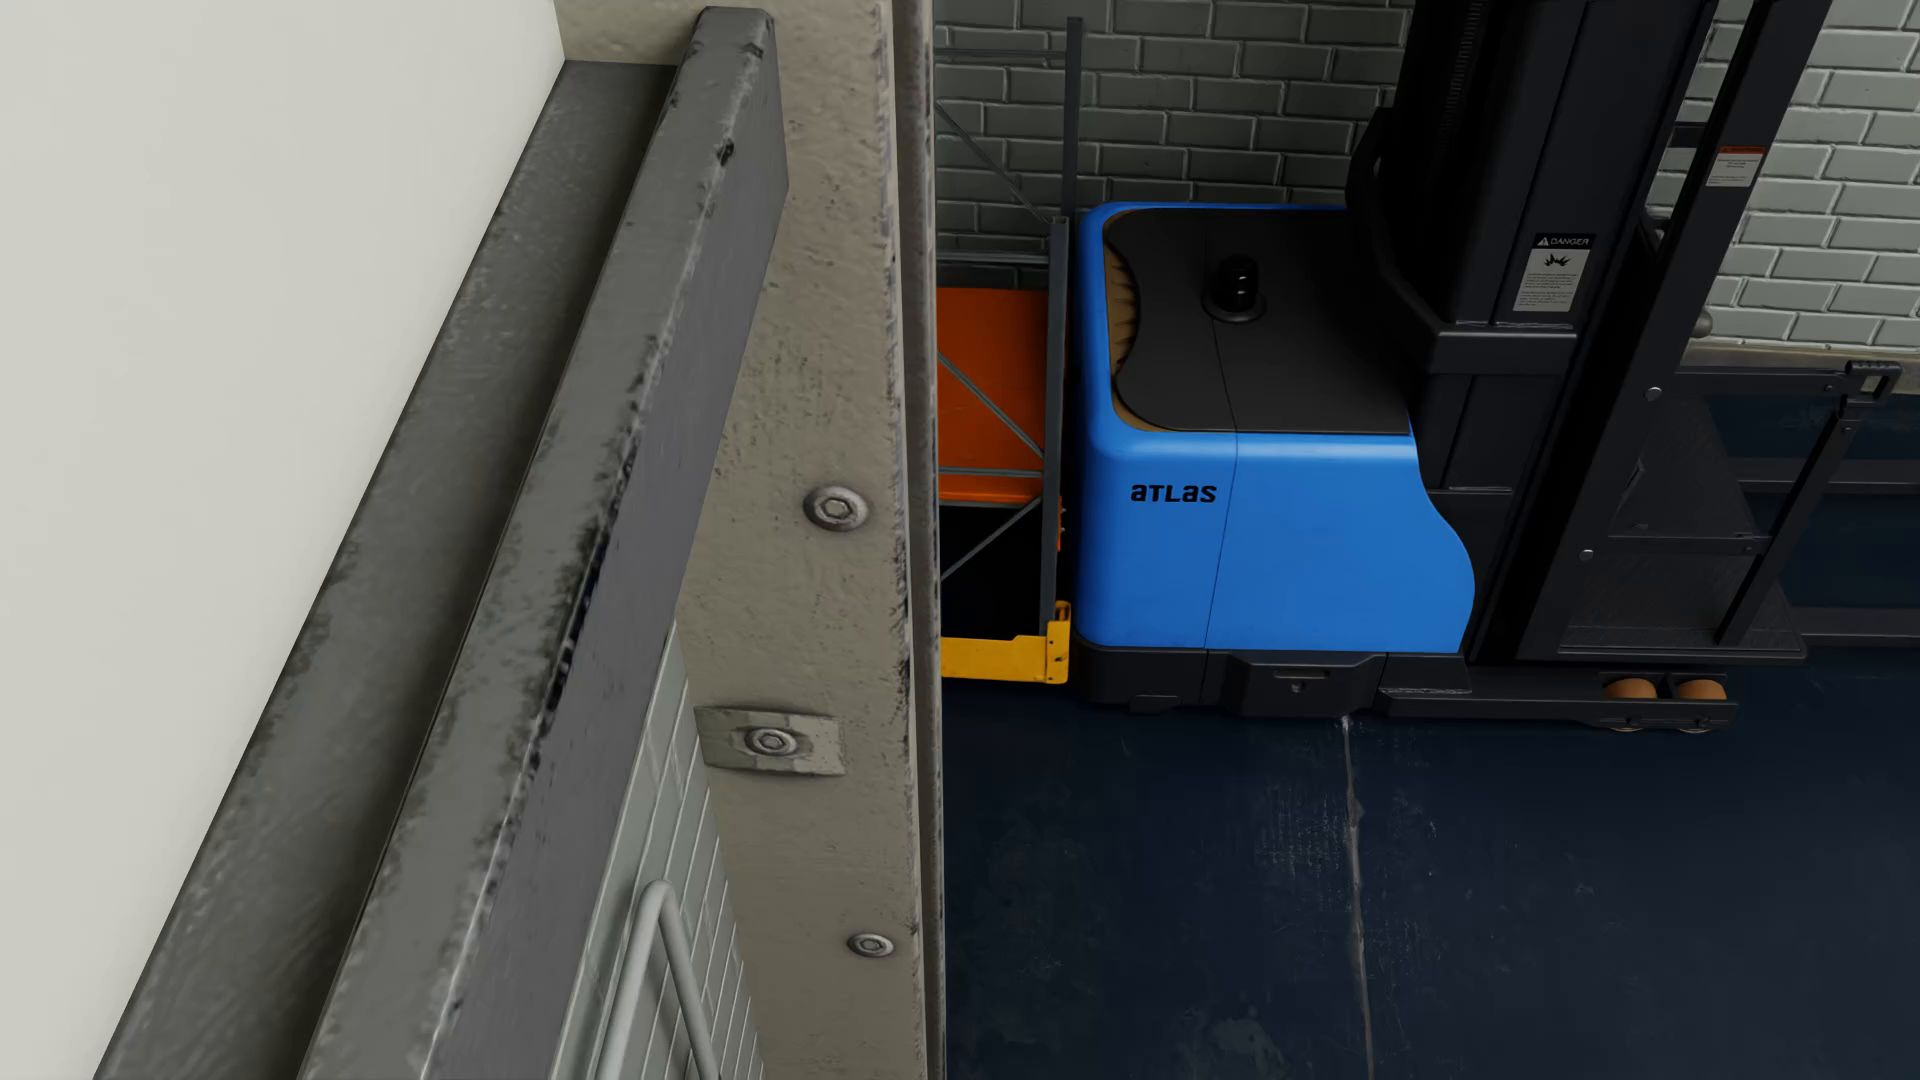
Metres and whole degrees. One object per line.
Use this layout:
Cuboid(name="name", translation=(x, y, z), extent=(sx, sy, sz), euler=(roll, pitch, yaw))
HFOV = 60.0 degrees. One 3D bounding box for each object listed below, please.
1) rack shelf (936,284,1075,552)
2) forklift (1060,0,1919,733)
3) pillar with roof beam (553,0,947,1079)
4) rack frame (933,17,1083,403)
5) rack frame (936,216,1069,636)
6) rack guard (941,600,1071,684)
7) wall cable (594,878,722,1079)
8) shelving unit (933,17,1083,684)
Cuboid(name="rack shelf", translation=(0.051, -0.383, 4.741), extent=(0.538, 0.185, 1.000), euler=(3, 43, 4))
Cuboid(name="forklift", translation=(1.824, -0.839, 4.031), extent=(3.031, 2.935, 1.130), euler=(1, 48, 1))
Cuboid(name="pillar with roof beam", translation=(4.084, -1.279, 0.322), extent=(9.100, 9.000, 0.400), euler=(4, 48, 4))
Cuboid(name="rack frame", translation=(0.091, -0.857, 4.994), extent=(0.500, 1.500, 0.032), euler=(3, 43, 4))
Cuboid(name="rack frame", translation=(0.005, -0.173, 4.247), extent=(0.500, 1.500, 0.032), euler=(3, 43, 4))
Cuboid(name="rack guard", translation=(0.015, 0.275, 4.682), extent=(0.587, 0.250, 0.087), euler=(3, 43, 4))
Cuboid(name="wall cable", translation=(-0.413, 1.151, 1.476), extent=(0.084, 1.984, 1.851), euler=(4, 48, 4))
Cuboid(name="shelving unit", translation=(0.049, -0.522, 4.627), extent=(0.587, 1.500, 1.083), euler=(3, 43, 4))
